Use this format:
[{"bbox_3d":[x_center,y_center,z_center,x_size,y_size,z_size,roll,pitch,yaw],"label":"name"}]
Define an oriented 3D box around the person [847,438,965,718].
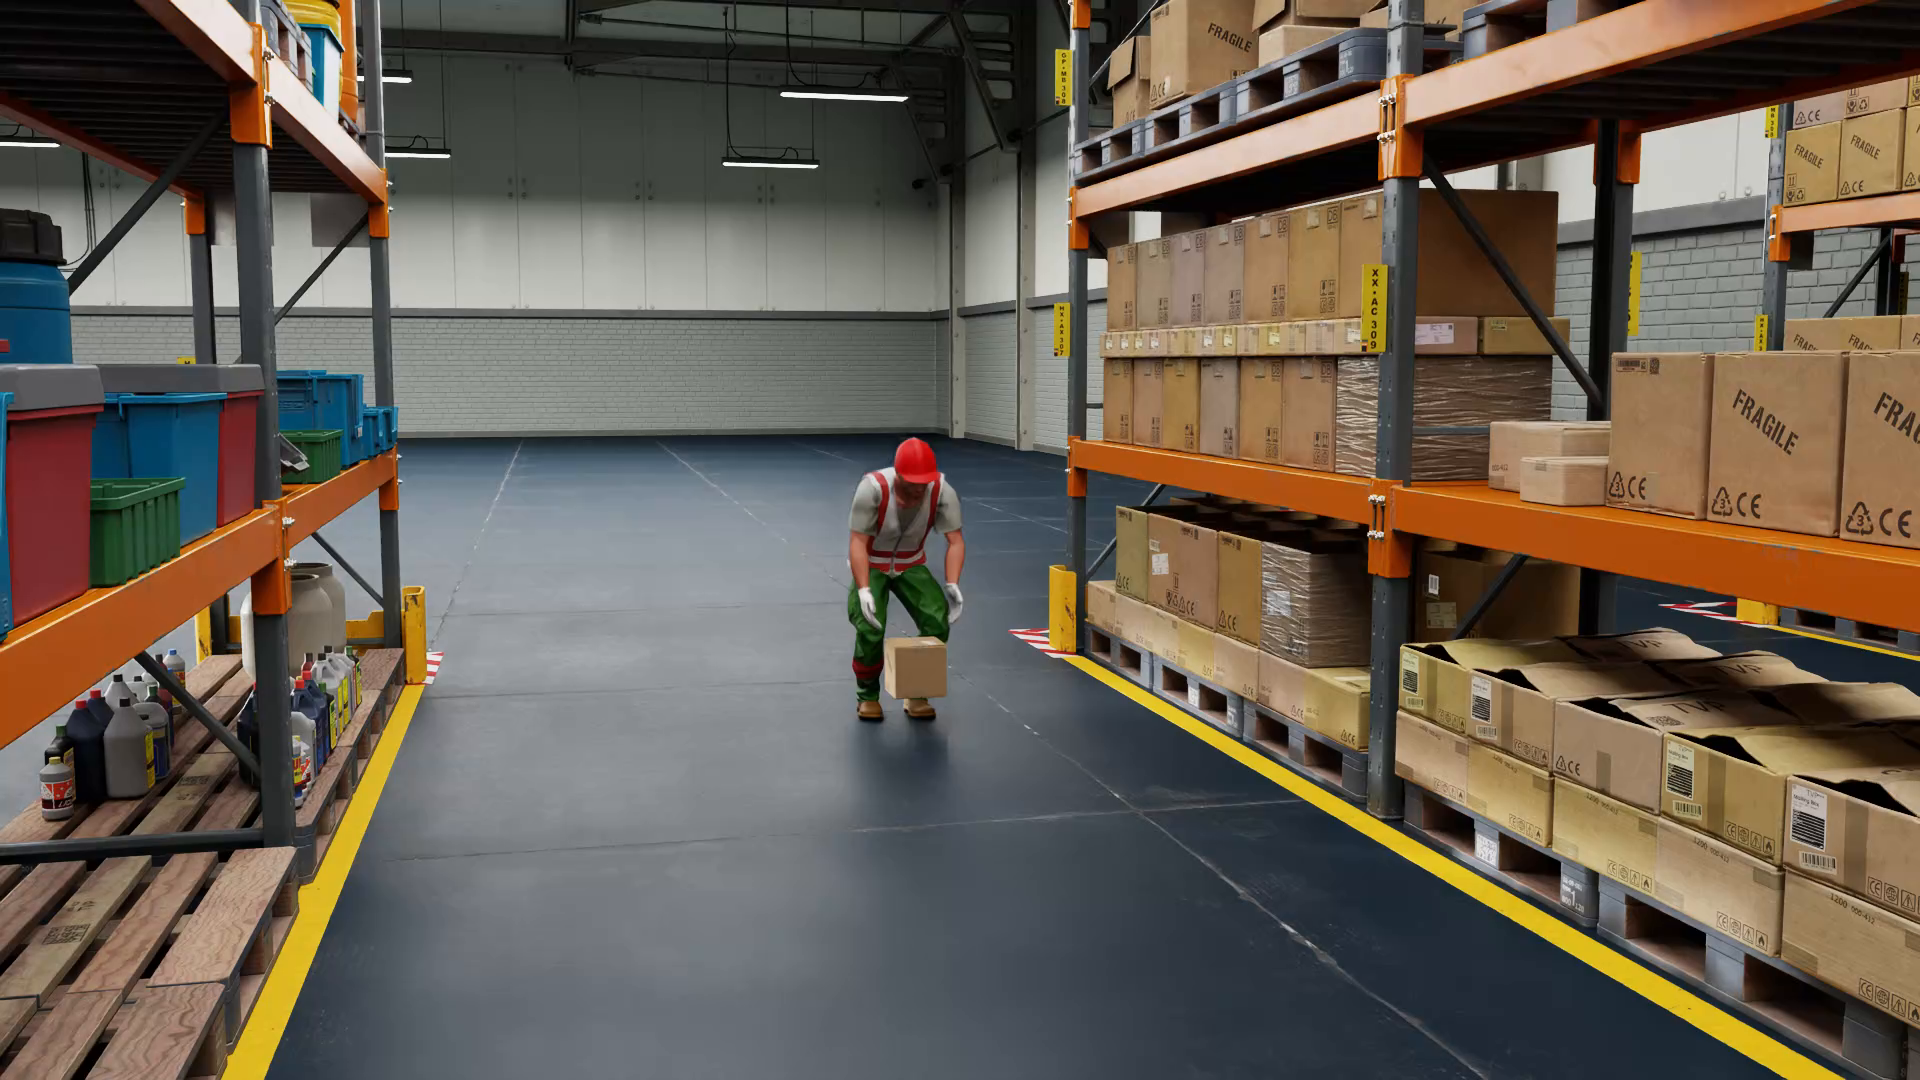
[{"bbox_3d":[-0.277,0.187,8.295,0.584,1.414,0.765,-1,6,-14],"label":"person"}]
